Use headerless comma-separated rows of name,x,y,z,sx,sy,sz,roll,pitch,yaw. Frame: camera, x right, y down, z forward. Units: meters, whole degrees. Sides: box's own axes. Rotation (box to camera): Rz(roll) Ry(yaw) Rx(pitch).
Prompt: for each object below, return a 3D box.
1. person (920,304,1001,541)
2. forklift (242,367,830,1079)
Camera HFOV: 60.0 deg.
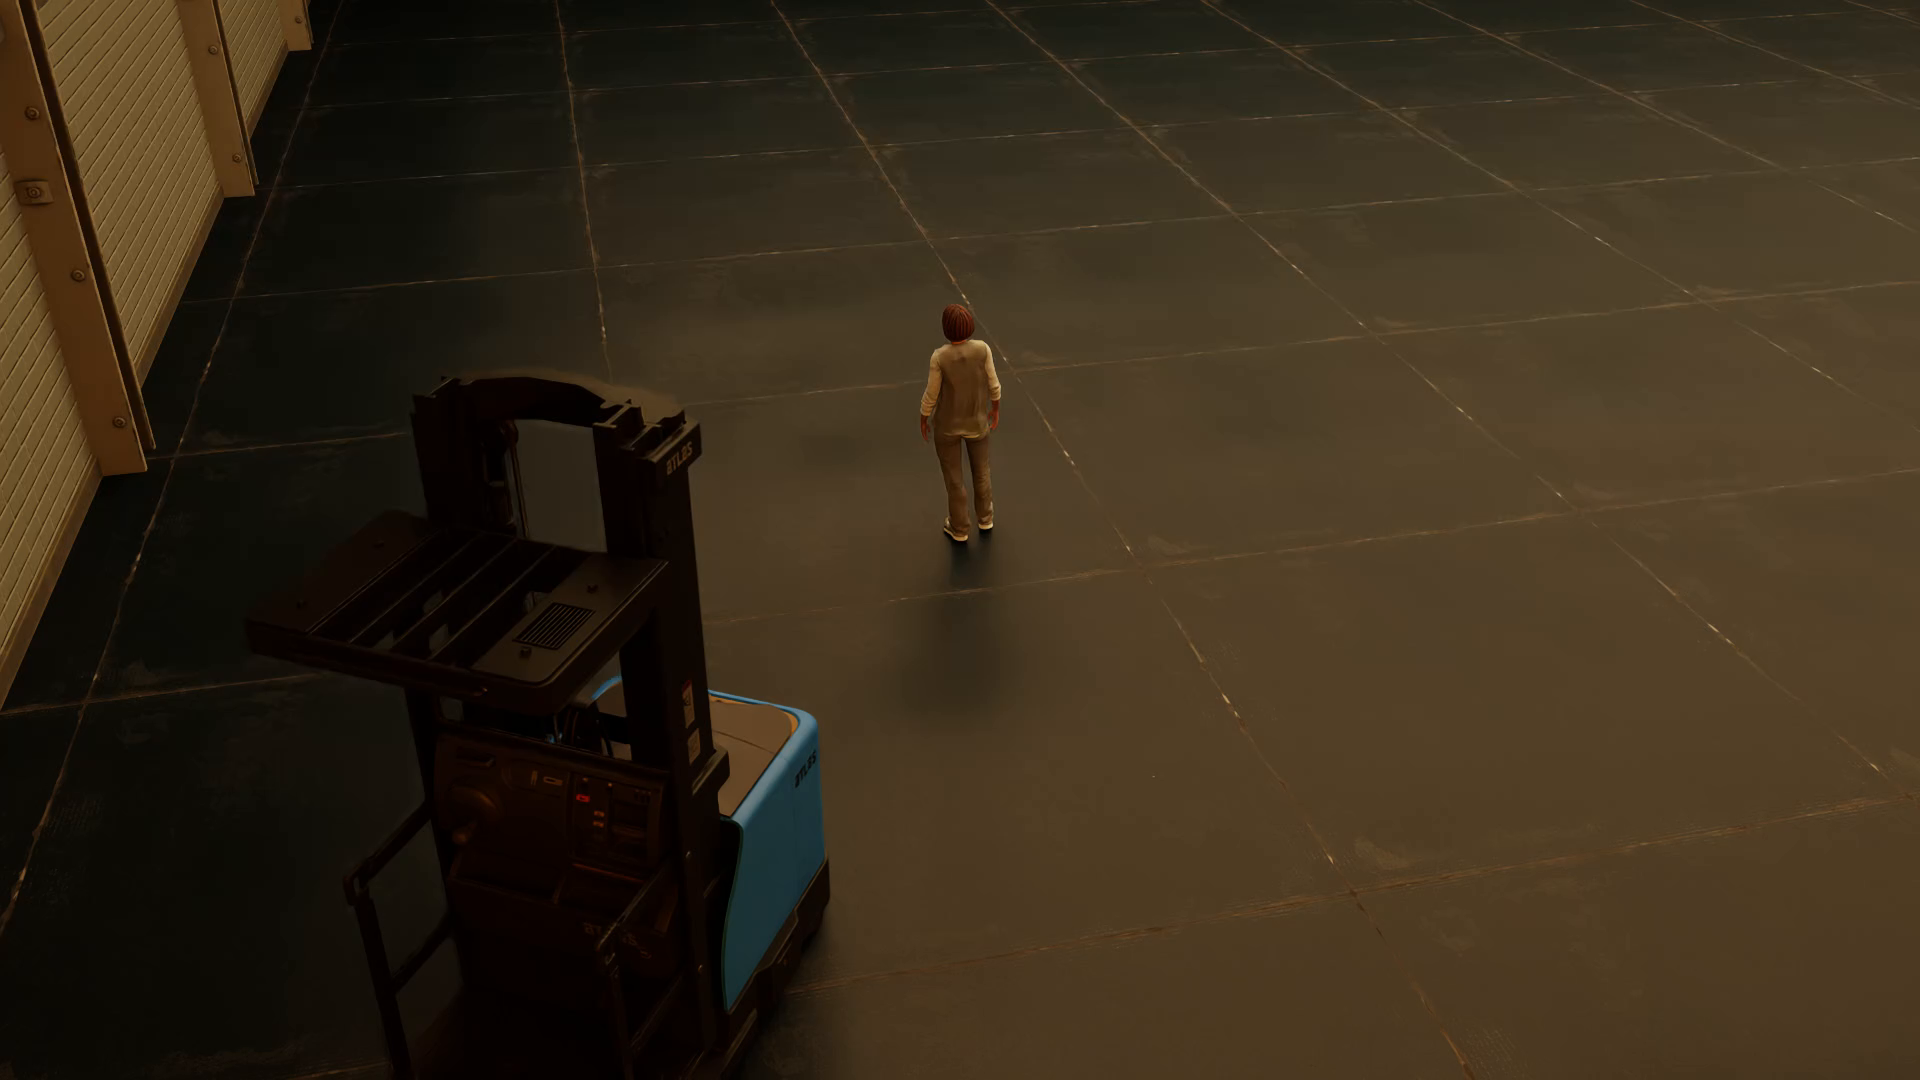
person,-0.003,-0.735,10.161,0.520,1.597,0.475,-7,31,-12
forklift,-1.559,1.010,5.829,1.130,2.935,3.031,10,32,17
